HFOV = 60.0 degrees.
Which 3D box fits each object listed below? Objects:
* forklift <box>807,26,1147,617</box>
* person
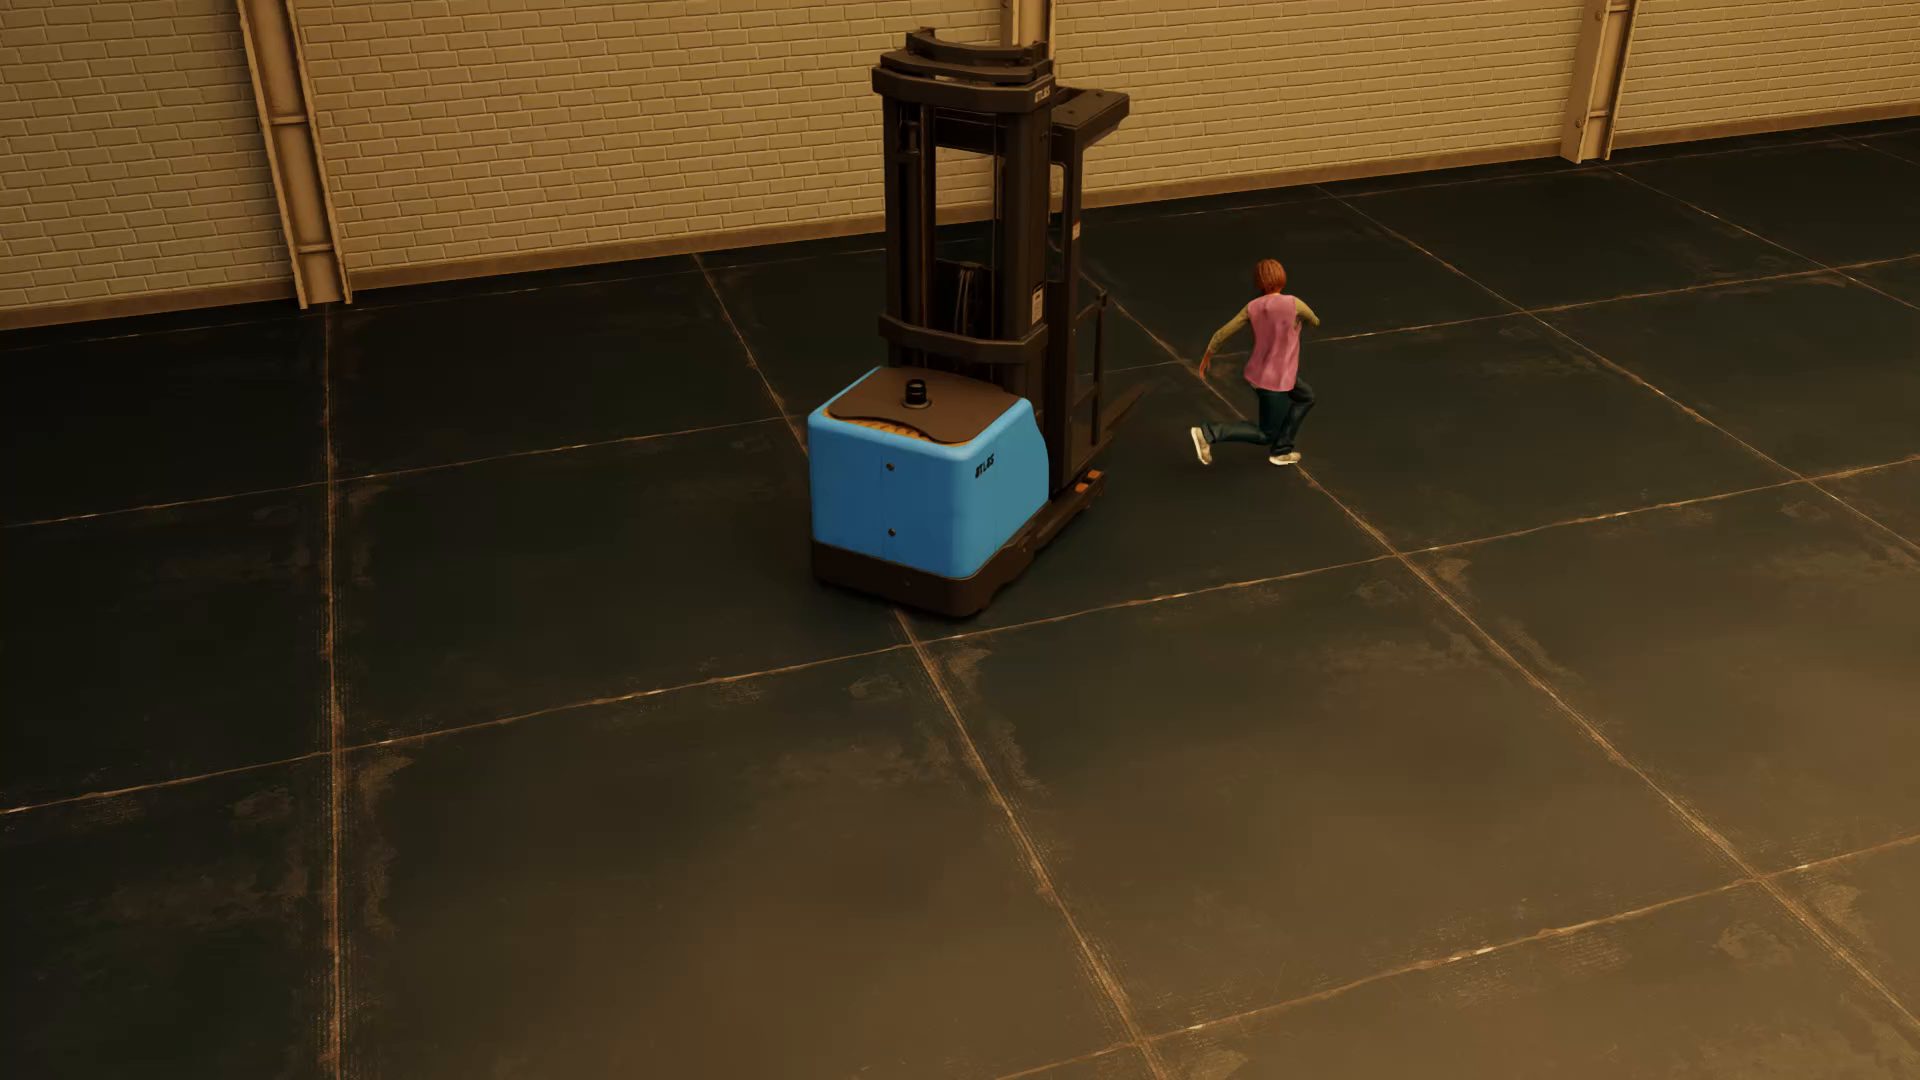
[{"bbox_3d":[0.281,-1.555,9.790,1.130,2.935,3.031,15,33,24],"label":"forklift"},{"bbox_3d":[1.878,-1.096,10.579,0.822,1.387,0.558,-13,32,-21],"label":"person"}]
